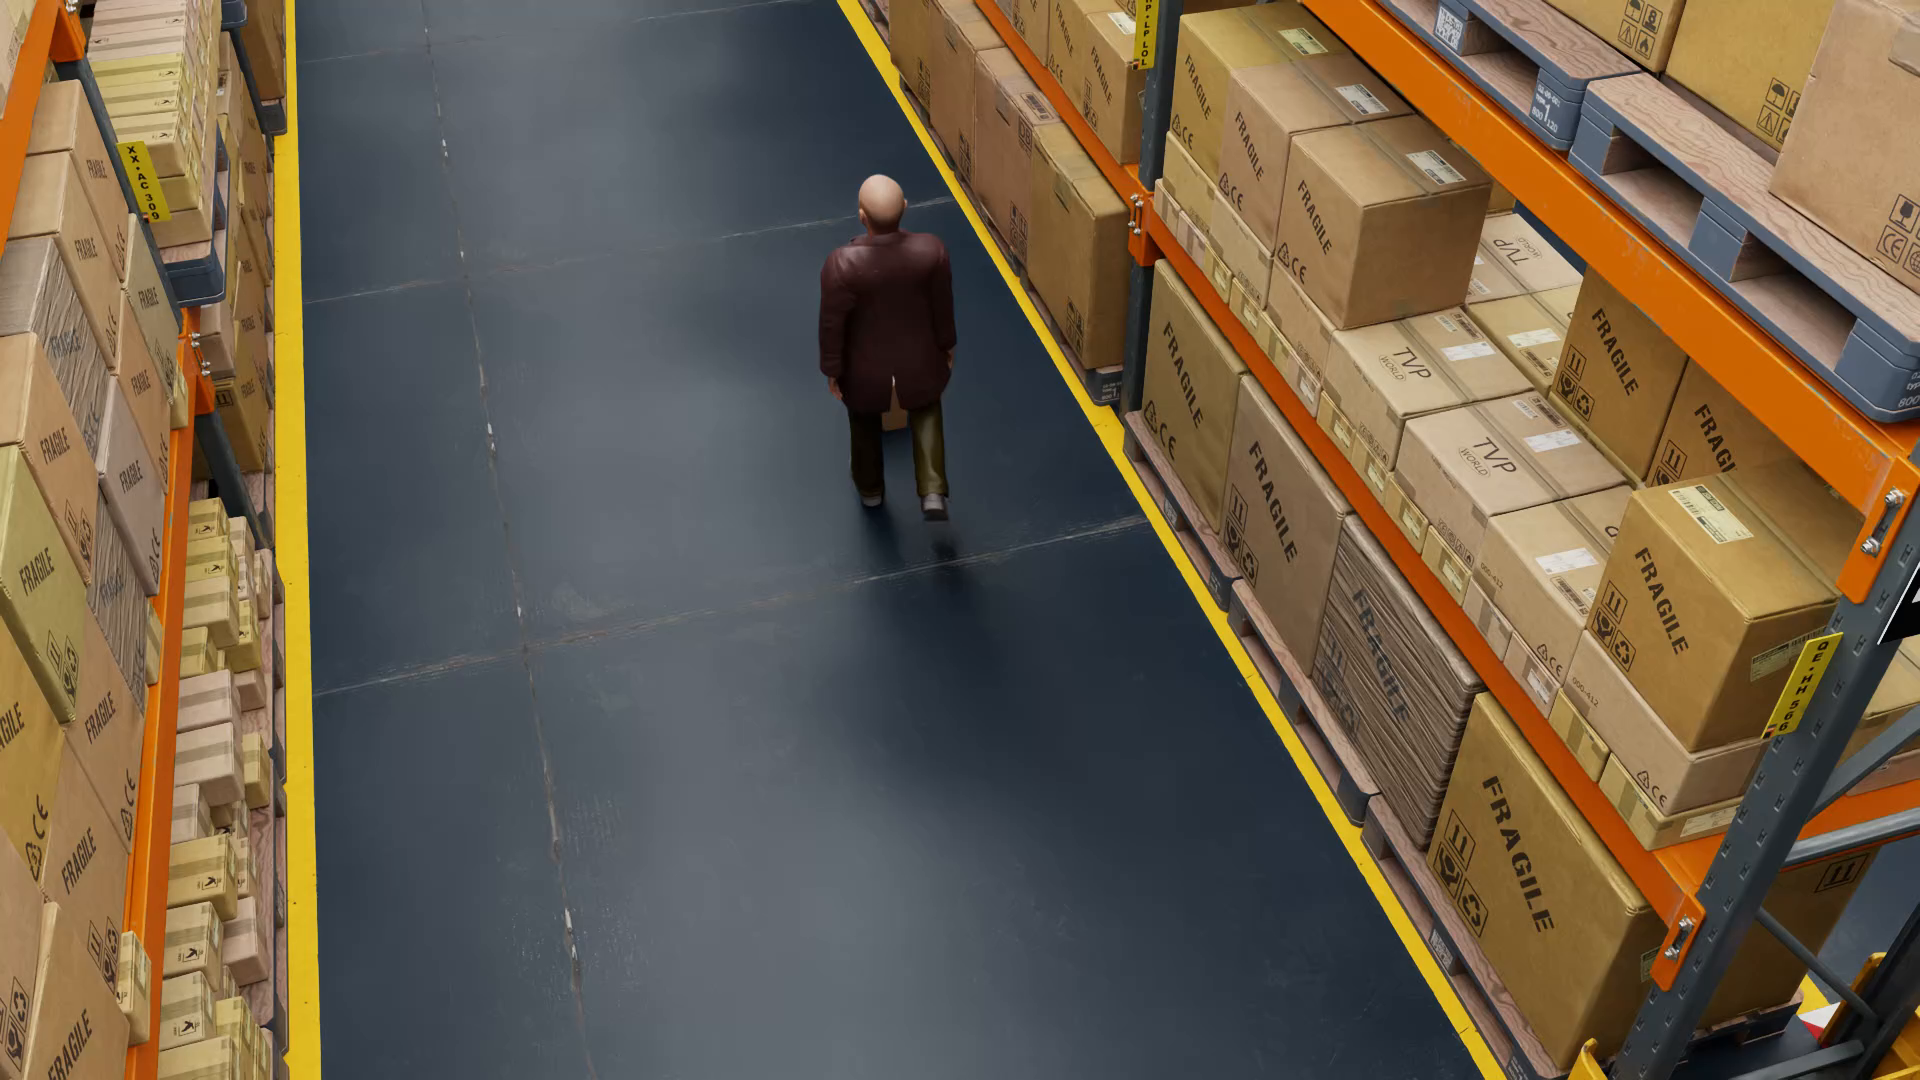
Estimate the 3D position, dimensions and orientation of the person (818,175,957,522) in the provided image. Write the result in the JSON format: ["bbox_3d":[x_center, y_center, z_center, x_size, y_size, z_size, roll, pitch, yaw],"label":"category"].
[{"bbox_3d":[-0.306,-0.798,7.041,0.597,1.764,0.802,-8,42,-9],"label":"person"}]
